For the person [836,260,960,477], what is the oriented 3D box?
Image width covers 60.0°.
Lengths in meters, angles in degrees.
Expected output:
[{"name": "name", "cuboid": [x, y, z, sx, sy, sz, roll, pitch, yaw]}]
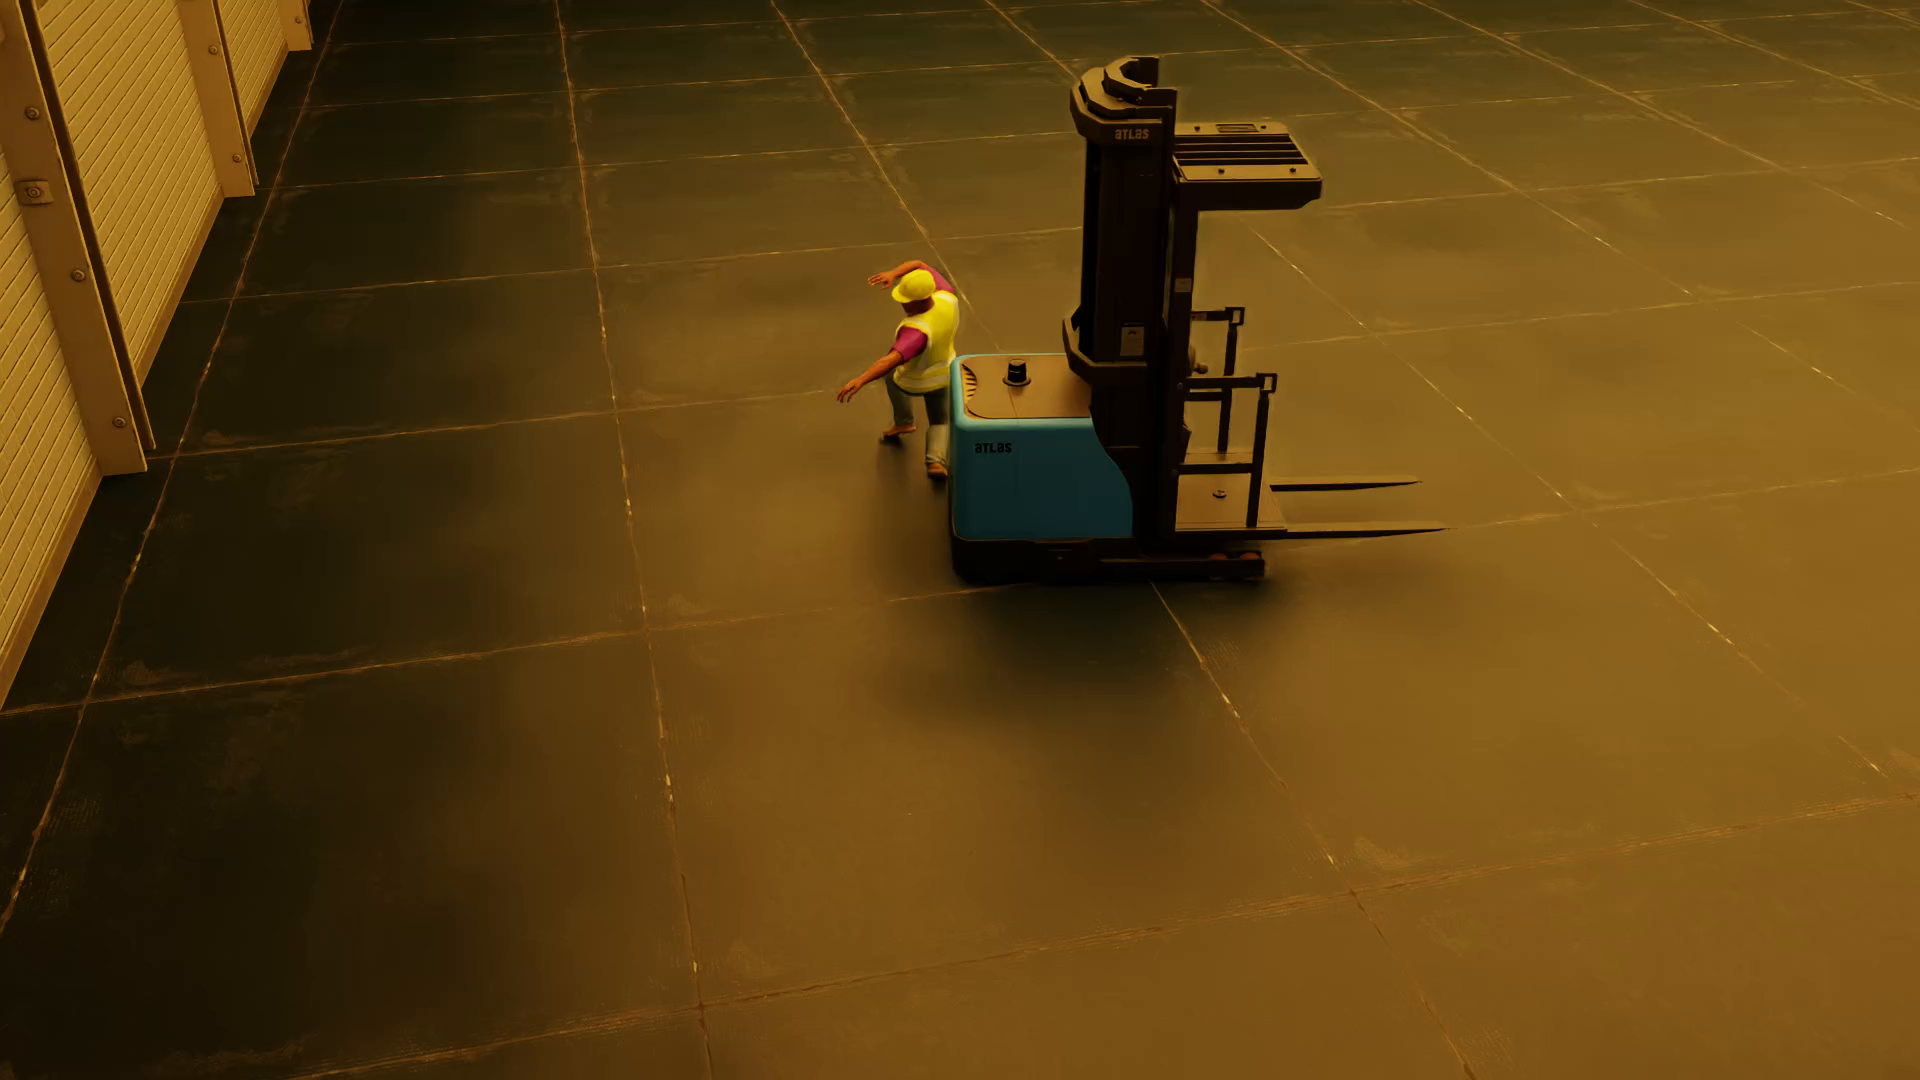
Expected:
[{"name": "person", "cuboid": [-0.501, -1.121, 10.969, 1.002, 1.465, 0.958, -14, 33, -23]}]

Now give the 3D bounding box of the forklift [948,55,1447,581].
[{"name": "forklift", "cuboid": [1.455, -1.285, 9.794, 3.031, 2.935, 1.130, -1, 30, -2]}]
